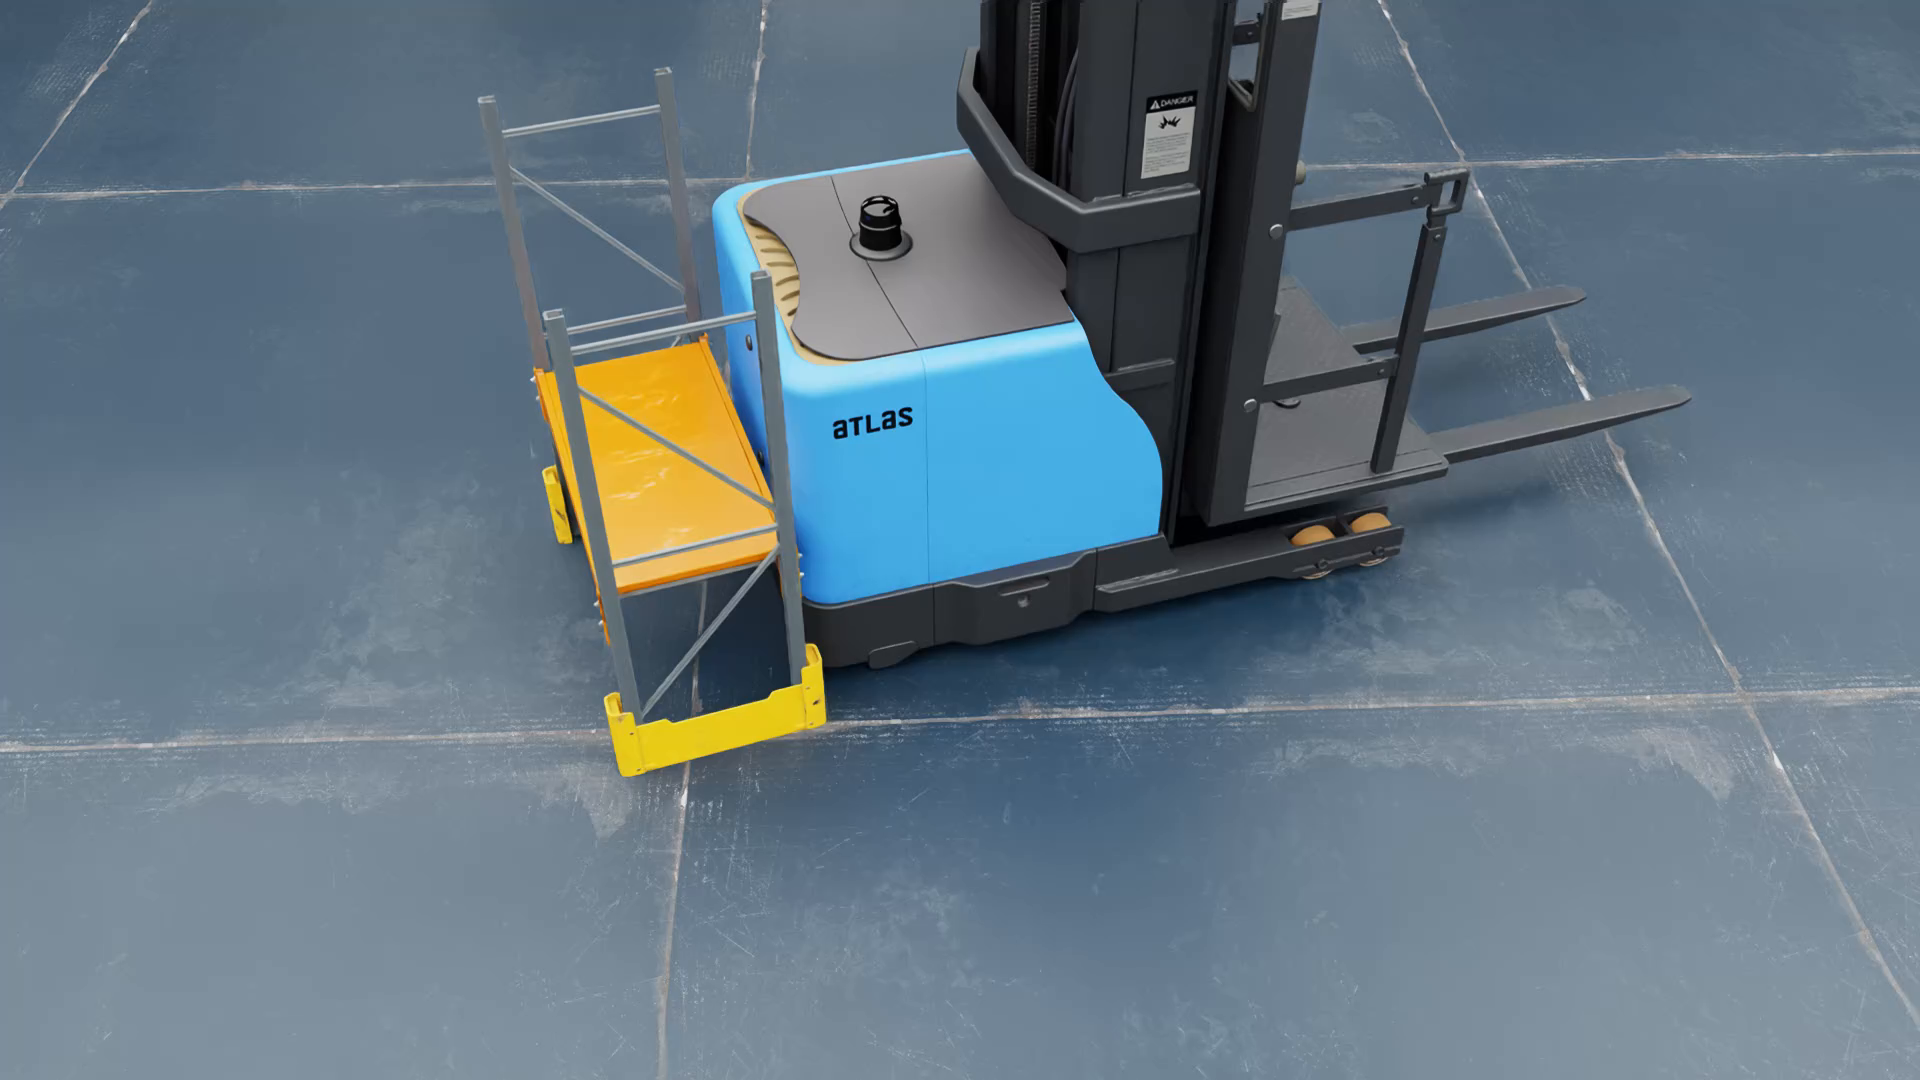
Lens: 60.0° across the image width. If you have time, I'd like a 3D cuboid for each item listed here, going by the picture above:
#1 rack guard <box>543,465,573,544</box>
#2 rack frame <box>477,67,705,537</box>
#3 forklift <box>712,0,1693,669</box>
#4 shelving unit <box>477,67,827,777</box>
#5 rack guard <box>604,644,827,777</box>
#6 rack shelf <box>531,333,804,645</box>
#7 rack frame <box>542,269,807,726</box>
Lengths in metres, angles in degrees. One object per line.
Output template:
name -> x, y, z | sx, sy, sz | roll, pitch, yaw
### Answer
rack guard -> -0.998, -0.168, 5.248 | 0.587, 0.250, 0.087 | -14, 44, -14
rack frame -> -0.998, -0.629, 4.826 | 0.500, 1.500, 0.032 | -14, 44, -14
forklift -> 0.851, -1.290, 4.488 | 3.031, 2.935, 1.130 | -12, 44, -13
shelving unit -> -0.830, -0.312, 4.480 | 0.587, 1.500, 1.083 | -14, 44, -14
rack guard -> -0.661, 0.466, 4.557 | 0.587, 0.250, 0.087 | -14, 44, -14
rack shelf -> -0.827, -0.173, 4.595 | 0.538, 0.185, 1.000 | -14, 44, -14
rack frame -> -0.655, 0.017, 4.121 | 0.500, 1.500, 0.032 | -14, 44, -14
